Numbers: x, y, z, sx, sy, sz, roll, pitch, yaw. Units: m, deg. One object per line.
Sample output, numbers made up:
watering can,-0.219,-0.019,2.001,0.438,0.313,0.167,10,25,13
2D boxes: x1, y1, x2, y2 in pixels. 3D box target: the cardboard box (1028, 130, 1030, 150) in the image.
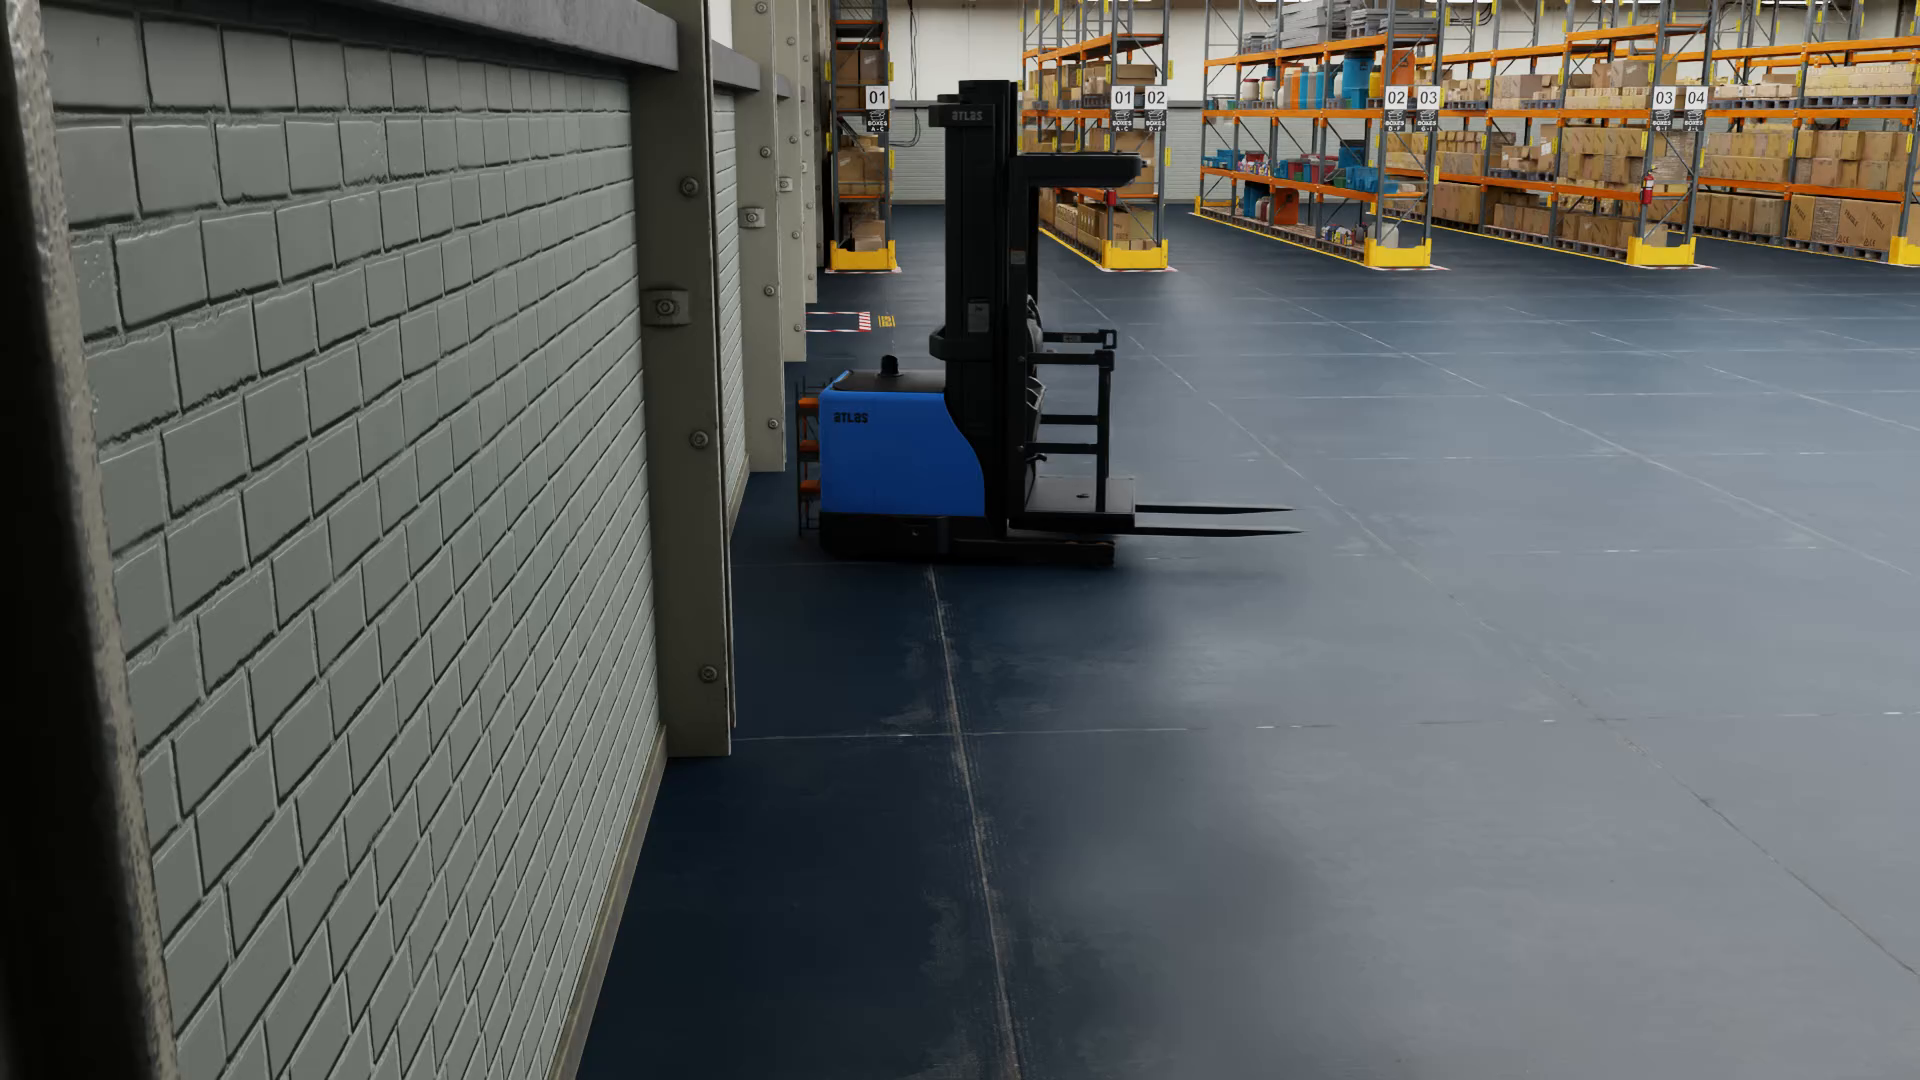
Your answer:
cardboard box,2.053,-10.452,43.420,0.500,0.500,0.500,-1,14,-4

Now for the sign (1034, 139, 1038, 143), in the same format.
sign,1.897,-9.828,41.467,0.100,0.325,0.005,-1,14,-3

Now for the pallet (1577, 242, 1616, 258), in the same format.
pallet,12.977,-5.761,32.992,1.003,0.211,1.213,-1,14,-3

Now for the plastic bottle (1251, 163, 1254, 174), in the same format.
plastic bottle,7.089,-8.970,40.128,0.097,0.271,0.097,0,14,0

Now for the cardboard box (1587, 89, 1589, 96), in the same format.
cardboard box,12.673,-8.876,32.984,0.380,0.149,0.250,0,14,-2

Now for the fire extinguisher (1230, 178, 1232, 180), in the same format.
fire extinguisher,7.579,-10.316,46.004,0.296,0.674,0.183,-1,14,-3

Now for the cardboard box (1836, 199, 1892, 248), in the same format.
cardboard box,17.862,-6.199,32.521,0.875,0.875,0.875,-1,14,-4

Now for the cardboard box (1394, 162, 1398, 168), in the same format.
cardboard box,11.853,-10.031,44.498,0.380,0.149,0.250,-1,14,-4

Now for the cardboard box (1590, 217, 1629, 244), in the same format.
cardboard box,12.966,-6.179,33.195,0.500,0.500,0.500,-2,15,-8

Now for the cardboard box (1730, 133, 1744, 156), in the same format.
cardboard box,17.615,-8.795,36.983,0.700,0.500,0.500,-1,14,-4

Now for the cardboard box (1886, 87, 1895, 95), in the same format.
cardboard box,17.636,-8.425,31.192,0.380,0.149,0.250,-1,14,-3

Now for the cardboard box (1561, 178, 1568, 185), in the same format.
cardboard box,12.537,-7.339,34.036,0.380,0.149,0.250,-1,14,-3

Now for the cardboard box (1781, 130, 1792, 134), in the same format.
cardboard box,21.889,-10.496,43.594,0.500,0.500,0.500,-1,14,-4

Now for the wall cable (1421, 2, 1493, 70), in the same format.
wall cable,15.168,-16.489,50.596,2.277,5.999,0.120,-1,14,-3

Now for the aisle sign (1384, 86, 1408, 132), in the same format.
aisle sign,7.834,-7.747,29.898,0.394,0.787,0.004,-1,14,-3

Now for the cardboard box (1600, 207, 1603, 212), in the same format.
cardboard box,16.905,-8.668,43.575,0.380,0.149,0.250,-1,14,-5

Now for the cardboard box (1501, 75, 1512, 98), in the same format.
cardboard box,12.374,-10.073,36.931,0.500,0.500,0.500,-1,14,-3

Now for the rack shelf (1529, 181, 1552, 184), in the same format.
rack shelf,12.698,-7.825,36.472,0.919,0.124,3.809,-1,14,-3

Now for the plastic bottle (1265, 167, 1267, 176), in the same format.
plastic bottle,7.170,-8.608,38.862,0.097,0.201,0.097,0,14,0

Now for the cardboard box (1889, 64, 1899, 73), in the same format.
cardboard box,17.637,-8.812,31.095,0.380,0.149,0.250,-1,14,-3

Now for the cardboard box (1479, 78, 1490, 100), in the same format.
cardboard box,12.464,-10.433,38.486,0.797,0.503,0.637,0,14,0

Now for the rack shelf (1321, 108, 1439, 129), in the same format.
rack shelf,8.002,-8.112,31.959,1.077,0.370,4.000,-1,14,-3

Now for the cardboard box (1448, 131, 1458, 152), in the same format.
cardboard box,12.405,-9.776,40.788,0.797,0.503,0.637,-1,14,-3

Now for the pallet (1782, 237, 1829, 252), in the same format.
pallet,17.747,-6.092,34.281,1.003,0.211,1.213,-1,14,-3

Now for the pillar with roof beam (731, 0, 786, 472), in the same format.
pillar with roof beam,2.743,-5.013,12.452,9.100,9.000,0.400,-1,14,-3

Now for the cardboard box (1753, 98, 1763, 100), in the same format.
cardboard box,21.807,-12.028,45.194,0.380,0.149,0.250,0,14,-1

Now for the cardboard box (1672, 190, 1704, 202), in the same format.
cardboard box,17.226,-8.150,39.351,0.500,0.250,0.500,-1,14,-5

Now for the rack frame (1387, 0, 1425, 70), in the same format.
rack frame,12.078,-13.471,45.325,1.000,3.000,0.127,-1,14,-3

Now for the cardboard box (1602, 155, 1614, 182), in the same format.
cardboard box,12.924,-7.164,32.053,0.875,0.500,0.500,-1,14,-3

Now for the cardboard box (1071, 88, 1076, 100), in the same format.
cardboard box,2.771,-9.896,36.906,0.500,0.250,0.500,-2,15,-8

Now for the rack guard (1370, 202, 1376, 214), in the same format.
rack guard,12.077,-9.361,46.407,1.175,0.500,0.348,-1,14,-3

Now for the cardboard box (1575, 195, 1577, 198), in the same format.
cardboard box,16.859,-9.332,44.960,0.380,0.149,0.250,0,14,-1

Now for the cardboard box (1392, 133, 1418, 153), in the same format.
cardboard box,11.908,-10.624,44.497,0.500,0.500,0.500,-1,14,-5

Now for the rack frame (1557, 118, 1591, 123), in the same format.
rack frame,17.035,-10.617,46.272,1.000,3.000,0.127,-1,14,-3

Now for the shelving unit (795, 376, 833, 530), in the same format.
shelving unit,-0.957,-0.545,11.039,0.215,1.050,0.249,2,15,6

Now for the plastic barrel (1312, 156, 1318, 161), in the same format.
plastic barrel,7.933,-8.197,36.640,0.421,0.512,0.421,0,14,0

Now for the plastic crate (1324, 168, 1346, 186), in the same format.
plastic crate,7.784,-7.343,33.670,0.767,0.338,0.504,-1,14,-3

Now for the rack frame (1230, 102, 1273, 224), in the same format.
rack frame,7.383,-9.495,41.909,1.000,3.000,0.127,-1,14,-3

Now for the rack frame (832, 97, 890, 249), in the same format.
rack frame,-1.762,-6.357,29.715,1.000,3.000,0.127,-1,14,-3

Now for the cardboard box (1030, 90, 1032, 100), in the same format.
cardboard box,2.081,-11.407,42.619,0.500,0.250,0.500,-1,14,-3

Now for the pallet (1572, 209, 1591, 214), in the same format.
pallet,17.127,-8.743,44.582,1.003,0.211,1.213,-1,14,-3

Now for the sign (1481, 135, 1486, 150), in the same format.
sign,12.020,-9.128,38.159,0.100,0.325,0.005,-1,14,-3

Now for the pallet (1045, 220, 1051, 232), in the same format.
pallet,2.605,-7.563,39.997,1.003,0.211,1.213,-1,14,-3

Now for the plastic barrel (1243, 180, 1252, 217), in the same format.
plastic barrel,7.399,-8.546,41.591,0.600,0.901,0.708,-1,14,-3

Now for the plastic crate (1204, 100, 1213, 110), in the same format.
plastic crate,6.880,-11.779,45.029,0.497,0.269,0.590,-1,14,-3

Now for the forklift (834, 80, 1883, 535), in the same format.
forklift,13.942,-6.830,31.241,24.890,3.159,46.598,2,15,6

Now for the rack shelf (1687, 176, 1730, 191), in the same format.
rack shelf,17.407,-8.777,40.562,1.077,0.370,4.000,-1,14,-3

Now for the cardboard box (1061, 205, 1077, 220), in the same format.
cardboard box,2.496,-7.176,36.445,0.500,0.311,0.500,-1,14,-5

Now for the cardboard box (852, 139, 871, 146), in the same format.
cardboard box,-2.172,-8.757,36.658,0.380,0.149,0.250,-3,15,-13
